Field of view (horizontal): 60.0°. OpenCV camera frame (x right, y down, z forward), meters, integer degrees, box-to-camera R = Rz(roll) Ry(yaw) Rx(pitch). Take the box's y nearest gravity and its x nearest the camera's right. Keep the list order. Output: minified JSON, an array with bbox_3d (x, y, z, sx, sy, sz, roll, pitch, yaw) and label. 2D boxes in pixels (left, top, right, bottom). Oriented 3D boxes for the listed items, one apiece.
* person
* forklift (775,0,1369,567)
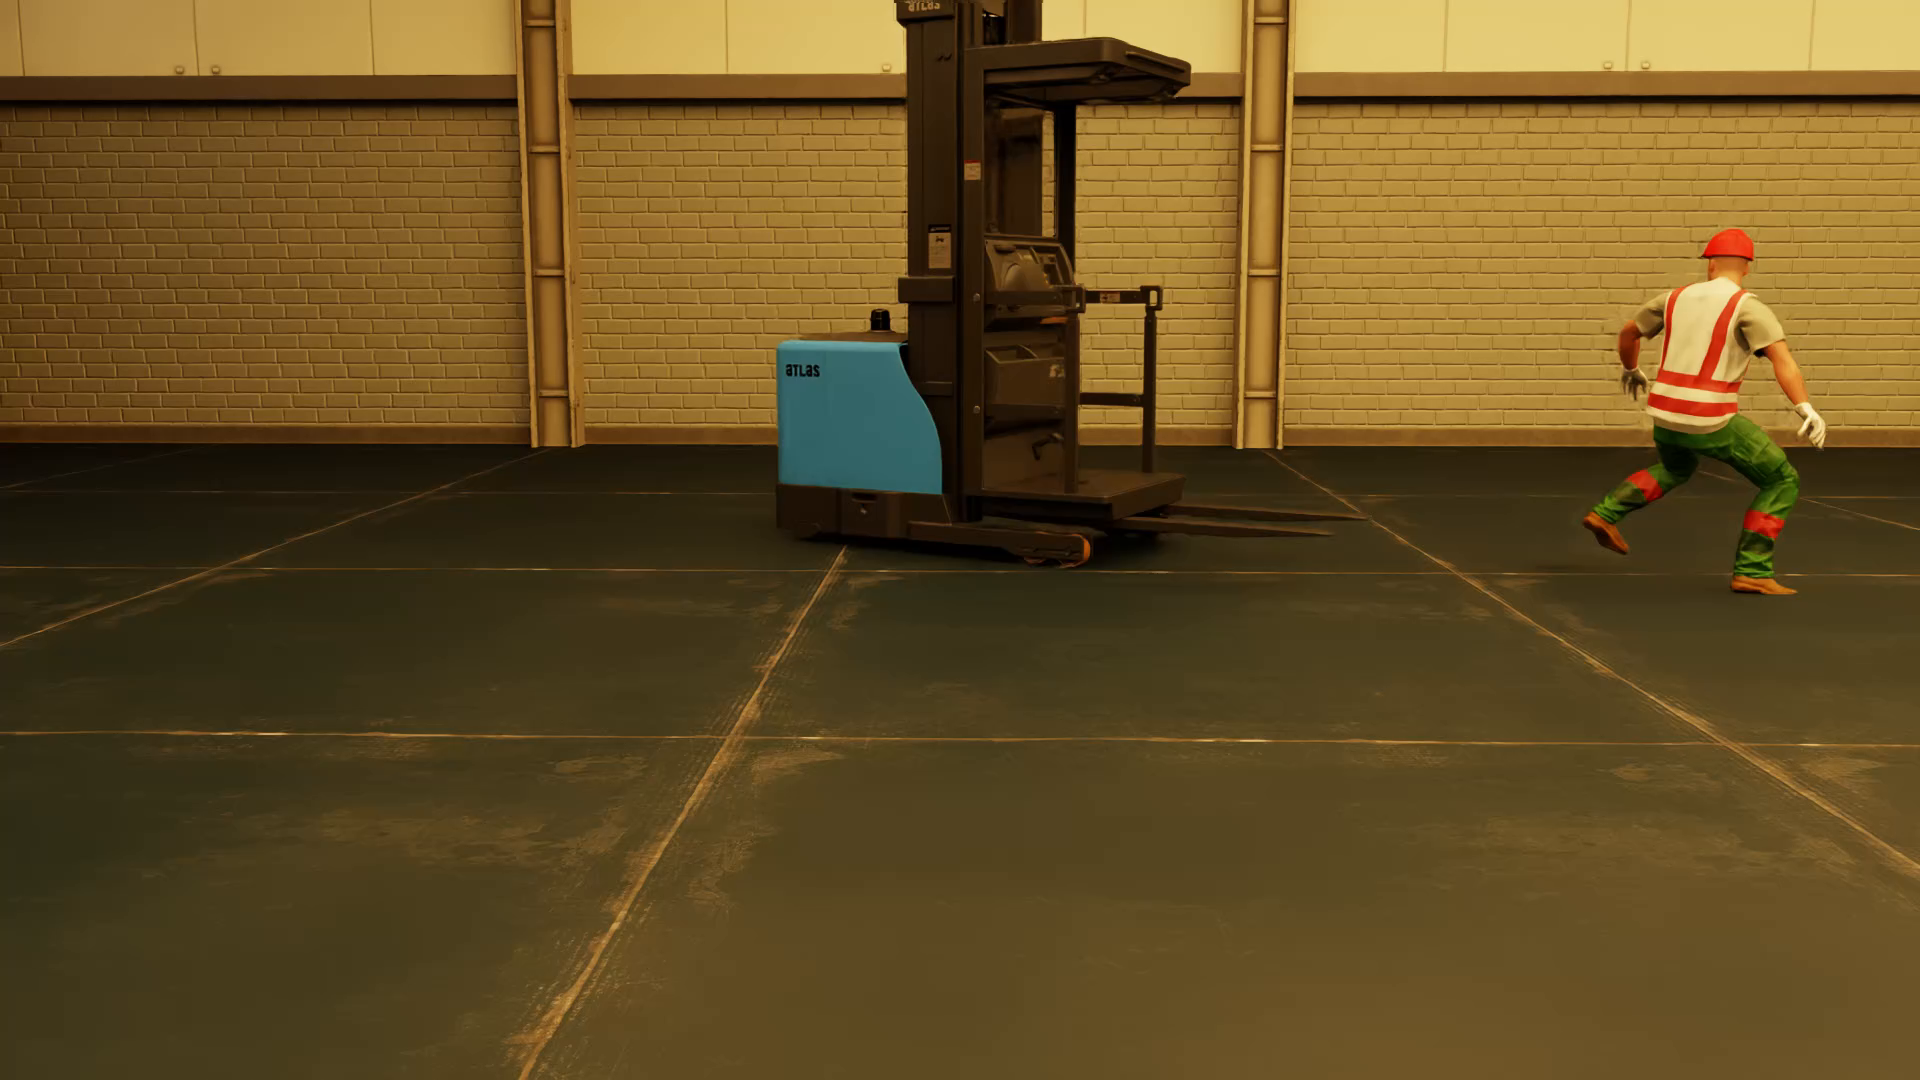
[{"bbox_3d":[3.434,-0.578,7.554,0.505,1.649,1.169,-4,10,-24],"label":"person"},{"bbox_3d":[0.545,-1.406,8.501,3.031,2.935,1.130,5,10,28],"label":"forklift"}]
